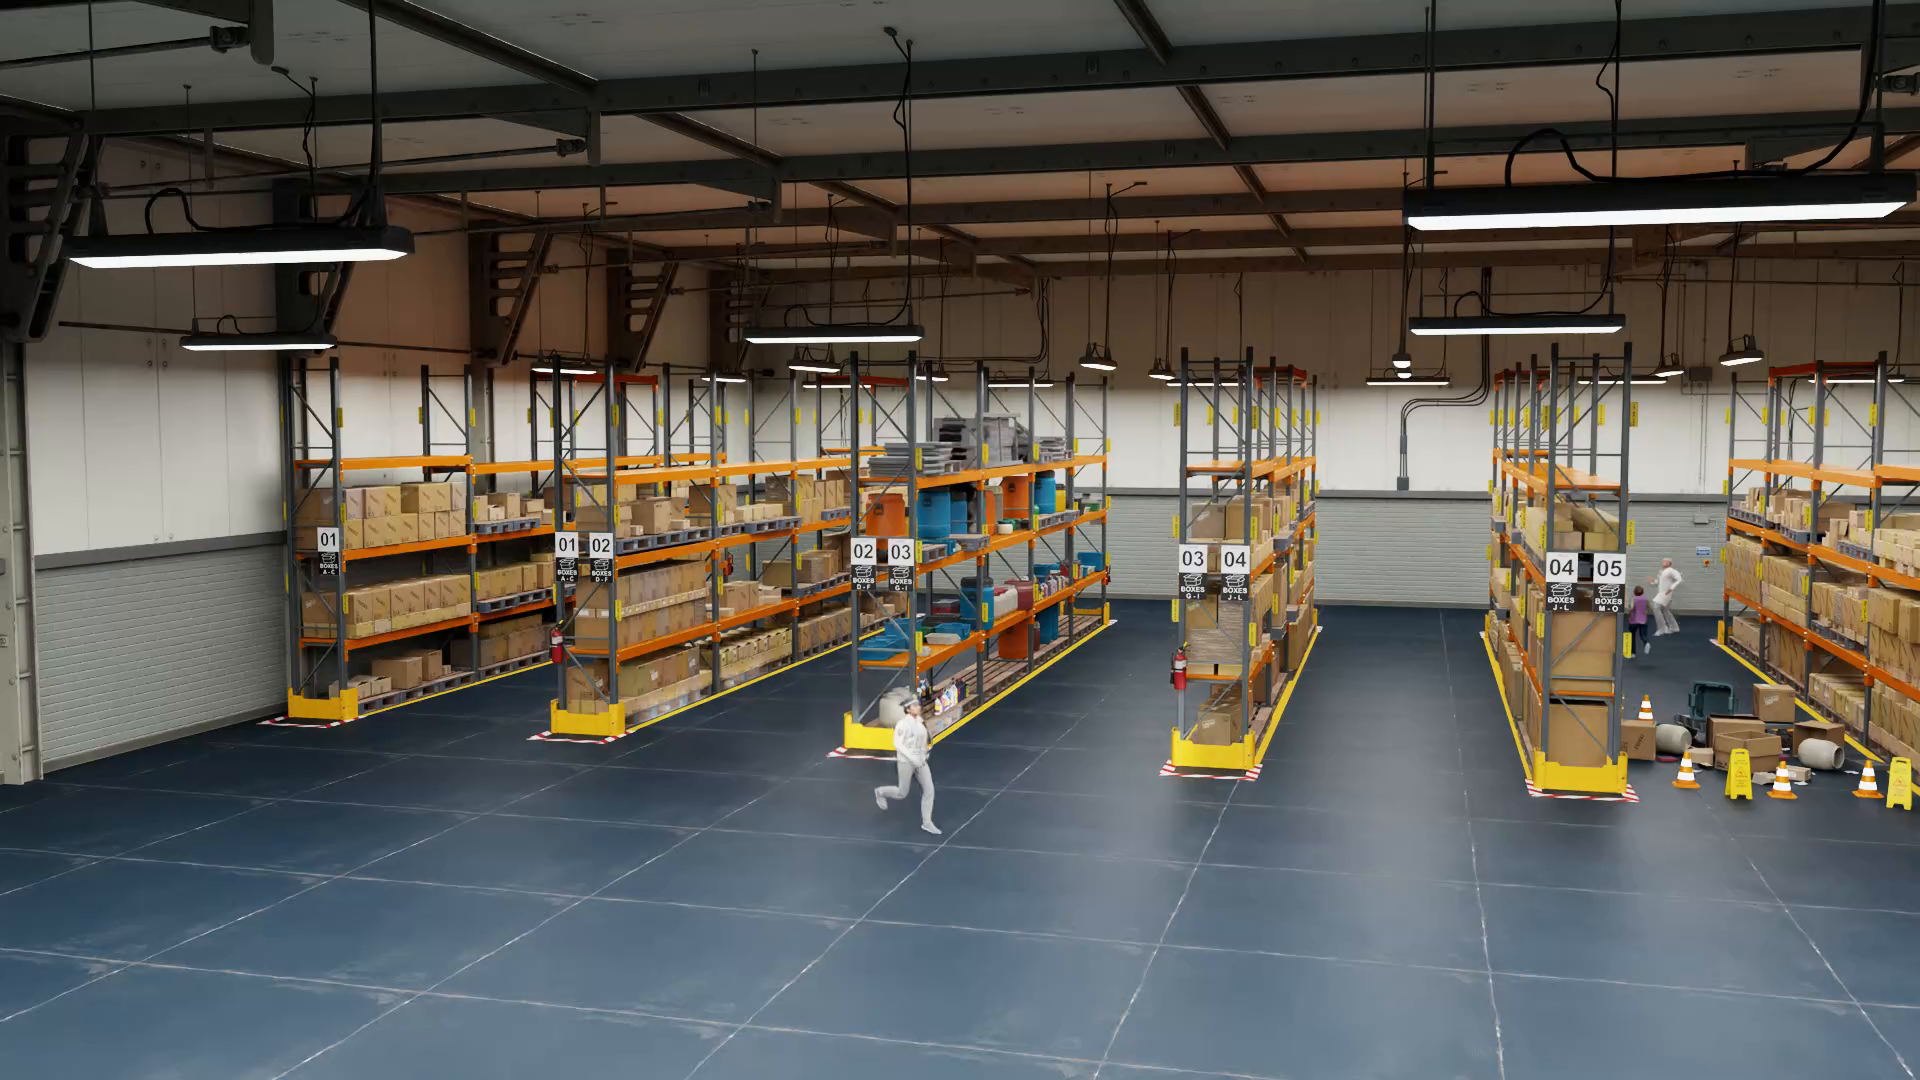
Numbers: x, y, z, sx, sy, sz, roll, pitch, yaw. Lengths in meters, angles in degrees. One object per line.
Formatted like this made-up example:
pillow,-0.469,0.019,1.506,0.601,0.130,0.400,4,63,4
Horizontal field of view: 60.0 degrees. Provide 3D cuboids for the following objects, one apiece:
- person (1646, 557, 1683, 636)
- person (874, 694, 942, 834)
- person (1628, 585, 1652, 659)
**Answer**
person,16.190,1.311,38.265,0.750,1.826,0.685,1,4,8
person,-0.617,2.706,20.270,0.976,1.688,0.597,4,6,41
person,13.987,1.722,34.230,0.517,1.584,0.983,0,4,6
